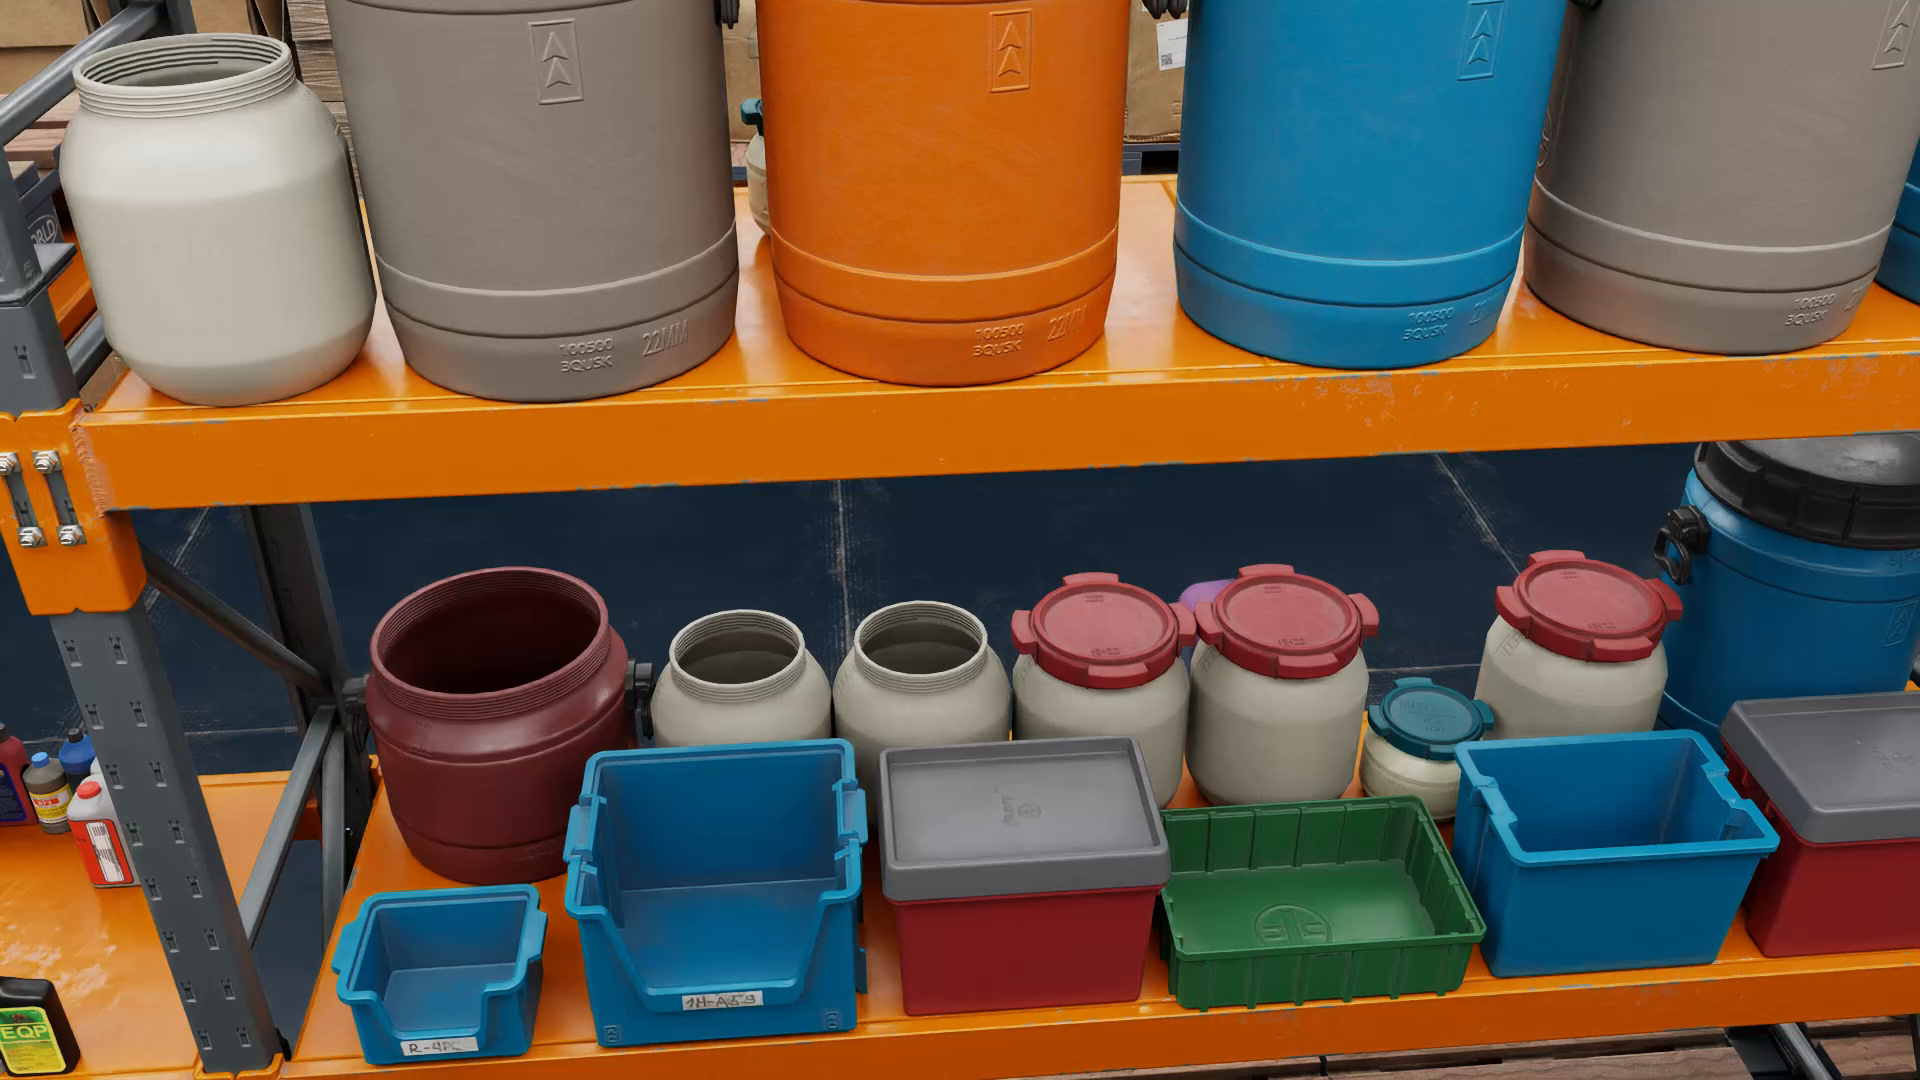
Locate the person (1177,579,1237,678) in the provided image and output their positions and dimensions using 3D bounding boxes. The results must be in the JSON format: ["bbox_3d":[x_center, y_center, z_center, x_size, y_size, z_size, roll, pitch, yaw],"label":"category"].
[{"bbox_3d":[0.963,0.621,5.761,0.420,0.940,0.862,-4,32,-7],"label":"person"}]
